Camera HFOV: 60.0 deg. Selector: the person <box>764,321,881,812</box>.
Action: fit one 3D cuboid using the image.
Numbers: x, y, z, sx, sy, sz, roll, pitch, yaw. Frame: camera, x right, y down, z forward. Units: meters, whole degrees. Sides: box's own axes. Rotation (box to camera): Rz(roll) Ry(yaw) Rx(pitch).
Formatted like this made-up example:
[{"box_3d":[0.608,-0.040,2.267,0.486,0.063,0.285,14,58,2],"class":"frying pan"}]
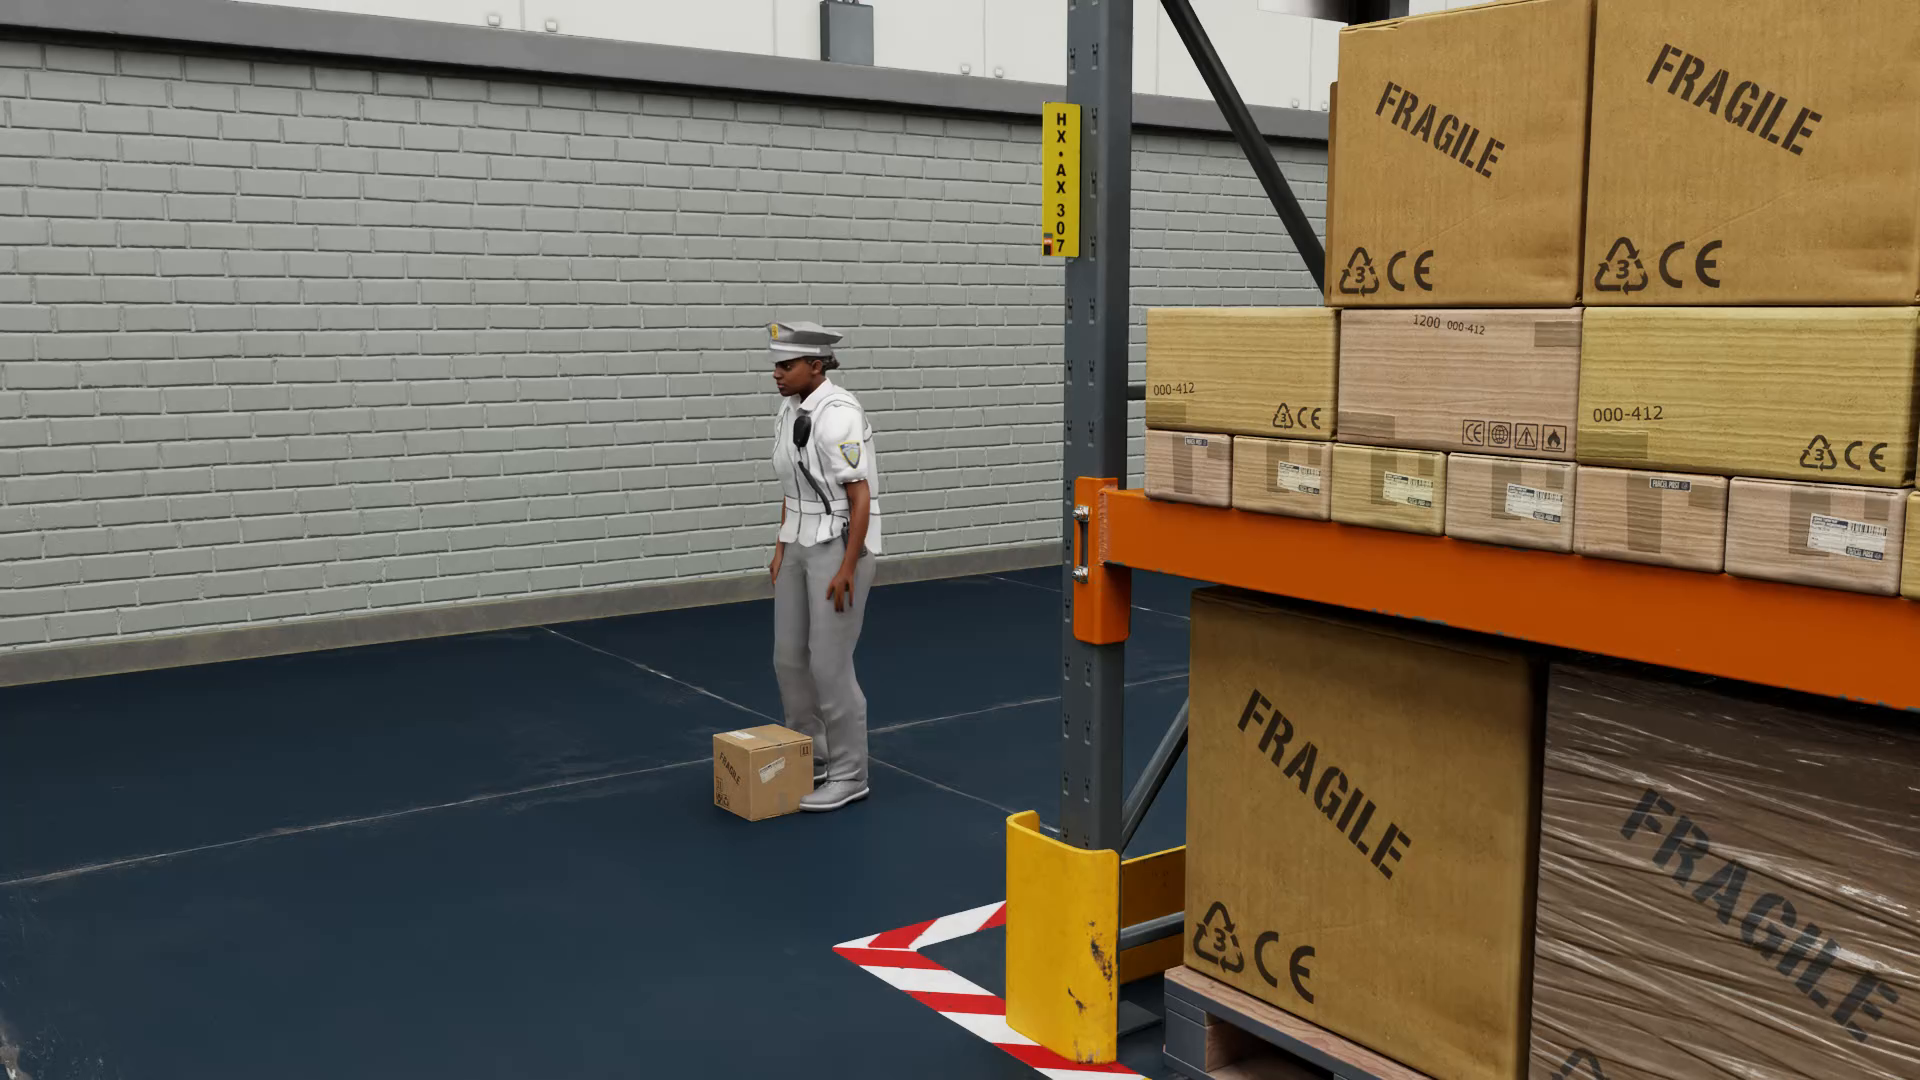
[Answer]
[{"box_3d":[-0.495,0.079,5.754,0.397,1.655,0.509,-6,10,-36],"class":"person"}]
